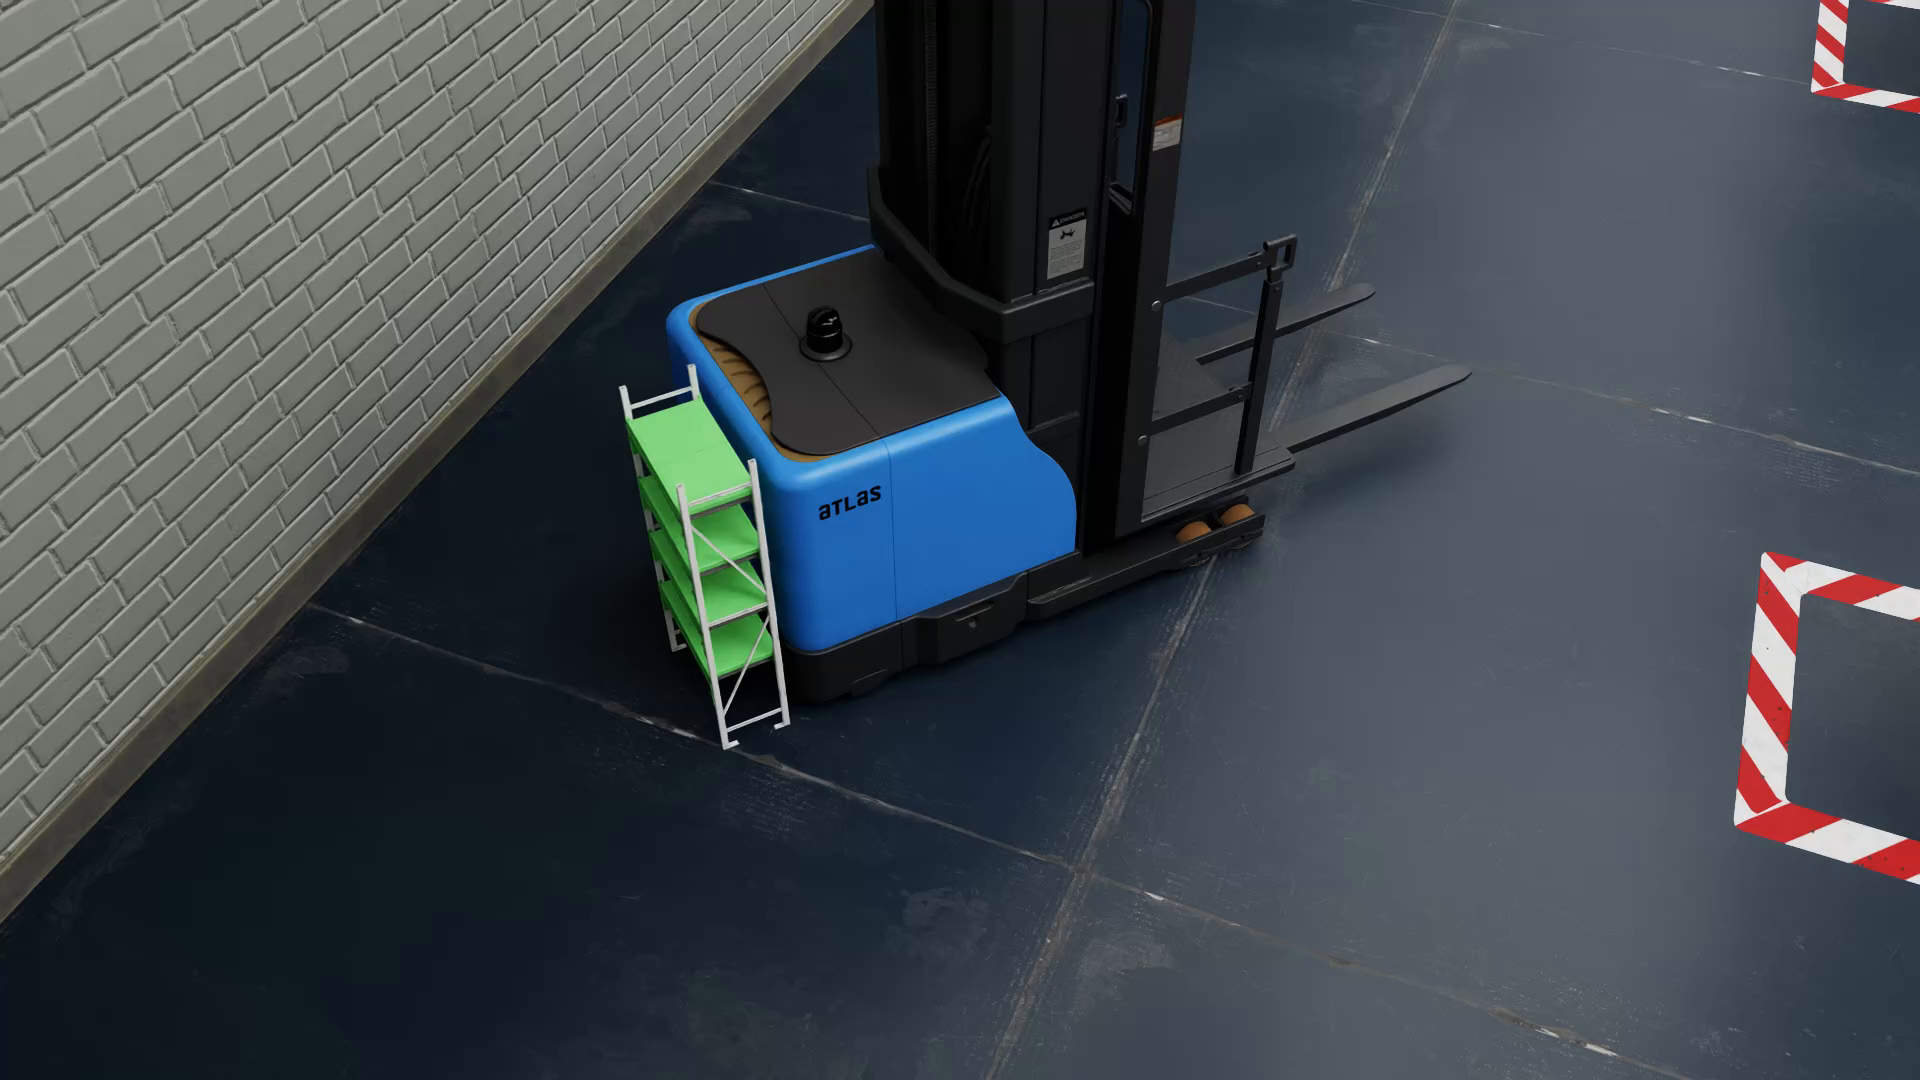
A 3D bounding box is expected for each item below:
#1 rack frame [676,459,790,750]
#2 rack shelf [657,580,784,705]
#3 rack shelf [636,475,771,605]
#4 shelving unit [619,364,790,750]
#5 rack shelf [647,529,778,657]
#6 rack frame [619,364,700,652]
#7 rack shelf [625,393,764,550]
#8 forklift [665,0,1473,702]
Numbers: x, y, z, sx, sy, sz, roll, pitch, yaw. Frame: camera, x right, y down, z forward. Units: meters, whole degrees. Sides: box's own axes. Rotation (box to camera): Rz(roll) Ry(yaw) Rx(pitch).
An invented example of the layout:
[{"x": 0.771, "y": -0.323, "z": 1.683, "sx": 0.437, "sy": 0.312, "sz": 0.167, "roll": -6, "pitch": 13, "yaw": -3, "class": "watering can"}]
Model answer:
[{"x": -0.690, "y": 0.233, "z": 5.163, "sx": 0.240, "sy": 1.200, "sz": 0.015, "roll": -20, "pitch": 48, "yaw": -18, "class": "rack frame"}, {"x": -0.799, "y": 0.295, "z": 5.532, "sx": 0.258, "sy": 0.148, "sz": 0.480, "roll": -20, "pitch": 48, "yaw": -18, "class": "rack shelf"}, {"x": -0.803, "y": -0.044, "z": 5.192, "sx": 0.258, "sy": 0.148, "sz": 0.480, "roll": -20, "pitch": 48, "yaw": -18, "class": "rack shelf"}, {"x": -0.801, "y": 0.080, "z": 5.317, "sx": 0.258, "sy": 1.200, "sz": 0.503, "roll": -20, "pitch": 48, "yaw": -18, "class": "shelving unit"}, {"x": -0.801, "y": 0.125, "z": 5.362, "sx": 0.258, "sy": 0.148, "sz": 0.480, "roll": -20, "pitch": 48, "yaw": -18, "class": "rack shelf"}, {"x": -0.913, "y": -0.073, "z": 5.470, "sx": 0.240, "sy": 1.200, "sz": 0.015, "roll": -20, "pitch": 48, "yaw": -18, "class": "rack frame"}, {"x": -0.805, "y": -0.213, "z": 5.022, "sx": 0.258, "sy": 0.148, "sz": 0.480, "roll": -20, "pitch": 48, "yaw": -18, "class": "rack shelf"}, {"x": 0.552, "y": -1.250, "z": 5.428, "sx": 3.031, "sy": 2.935, "sz": 1.130, "roll": -21, "pitch": 49, "yaw": -20, "class": "forklift"}]
